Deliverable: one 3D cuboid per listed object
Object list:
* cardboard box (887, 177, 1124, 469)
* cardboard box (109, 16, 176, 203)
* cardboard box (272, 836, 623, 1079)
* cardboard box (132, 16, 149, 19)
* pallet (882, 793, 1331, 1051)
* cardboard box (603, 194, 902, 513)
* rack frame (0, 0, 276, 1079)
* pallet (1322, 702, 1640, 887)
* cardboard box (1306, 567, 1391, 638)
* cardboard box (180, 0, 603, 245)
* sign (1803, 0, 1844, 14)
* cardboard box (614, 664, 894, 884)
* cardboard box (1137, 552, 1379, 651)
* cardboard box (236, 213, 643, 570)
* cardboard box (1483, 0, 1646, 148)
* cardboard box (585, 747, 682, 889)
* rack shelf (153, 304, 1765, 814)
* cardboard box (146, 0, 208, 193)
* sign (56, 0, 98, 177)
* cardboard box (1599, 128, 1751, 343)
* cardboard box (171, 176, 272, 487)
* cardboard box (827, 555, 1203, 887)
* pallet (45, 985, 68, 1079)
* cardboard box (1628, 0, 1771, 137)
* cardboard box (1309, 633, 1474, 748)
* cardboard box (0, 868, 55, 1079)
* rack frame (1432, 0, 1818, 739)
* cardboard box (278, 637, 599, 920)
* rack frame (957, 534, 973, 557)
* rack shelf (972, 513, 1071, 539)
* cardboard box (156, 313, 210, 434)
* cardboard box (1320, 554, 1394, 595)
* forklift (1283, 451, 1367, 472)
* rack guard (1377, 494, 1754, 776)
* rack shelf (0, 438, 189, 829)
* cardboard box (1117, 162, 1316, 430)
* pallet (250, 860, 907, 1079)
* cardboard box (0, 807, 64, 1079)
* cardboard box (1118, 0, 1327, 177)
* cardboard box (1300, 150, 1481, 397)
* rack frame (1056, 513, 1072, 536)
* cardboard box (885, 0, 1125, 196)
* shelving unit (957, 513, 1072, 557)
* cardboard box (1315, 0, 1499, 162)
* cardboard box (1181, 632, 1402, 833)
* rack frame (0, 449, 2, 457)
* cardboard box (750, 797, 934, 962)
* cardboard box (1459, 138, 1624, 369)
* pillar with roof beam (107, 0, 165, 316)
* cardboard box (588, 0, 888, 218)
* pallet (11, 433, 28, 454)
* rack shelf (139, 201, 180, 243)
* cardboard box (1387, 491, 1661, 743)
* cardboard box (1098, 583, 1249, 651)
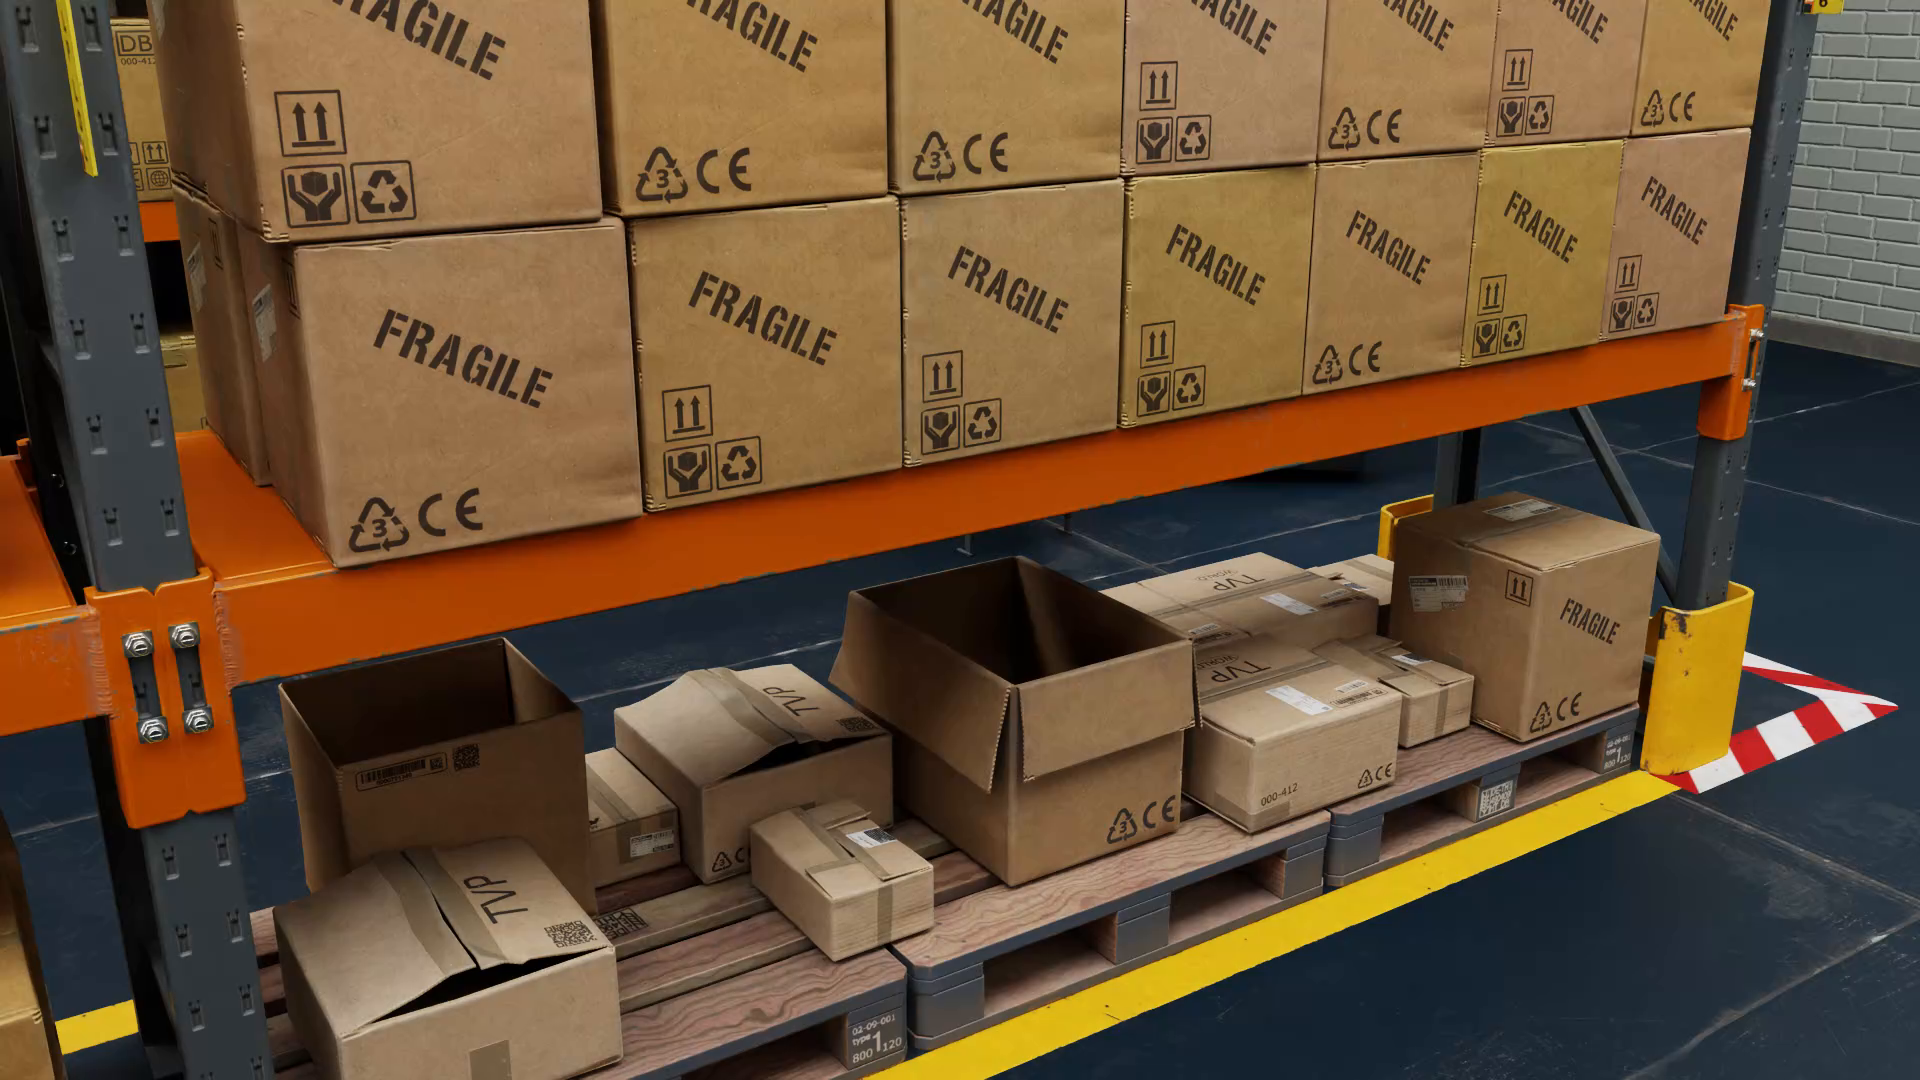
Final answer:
[{"bbox_3d":[-0.029,-0.477,3.315,0.500,0.500,0.500,-12,22,-32],"label":"cardboard box"},{"bbox_3d":[-3.715,-1.792,6.892,0.700,0.700,0.980,-12,22,-31],"label":"cardboard box"},{"bbox_3d":[-0.979,0.815,3.161,0.500,0.311,0.500,-12,22,-31],"label":"cardboard box"},{"bbox_3d":[-3.102,-1.919,7.268,0.700,0.700,0.980,-13,22,-33],"label":"cardboard box"},{"bbox_3d":[0.145,0.750,4.197,1.213,0.211,1.003,-12,22,-31],"label":"pallet"},{"bbox_3d":[-0.448,-0.389,3.057,0.500,0.500,0.500,-11,22,-30],"label":"cardboard box"},{"bbox_3d":[-1.449,-0.234,2.753,0.127,3.000,1.000,-12,22,-31],"label":"rack frame"},{"bbox_3d":[1.163,0.537,4.828,1.213,0.211,1.003,-12,22,-31],"label":"pallet"},{"bbox_3d":[1.144,0.221,5.144,0.250,0.166,0.380,-12,22,-31],"label":"cardboard box"},{"bbox_3d":[-0.901,-0.763,2.600,0.500,0.500,0.500,-11,22,-30],"label":"cardboard box"},{"bbox_3d":[2.180,-1.485,4.152,0.005,0.325,0.100,-12,22,-31],"label":"sign"},{"bbox_3d":[-0.503,0.523,4.026,0.500,0.311,0.500,-12,22,-31],"label":"cardboard box"},{"bbox_3d":[0.864,0.264,4.888,0.500,0.250,0.500,-12,22,-31],"label":"cardboard box"},{"bbox_3d":[-0.873,-0.298,2.787,0.500,0.500,0.500,-11,22,-30],"label":"cardboard box"},{"bbox_3d":[1.250,-1.218,3.948,0.500,0.500,0.500,-11,22,-30],"label":"cardboard box"},{"bbox_3d":[-0.849,0.650,3.904,0.250,0.149,0.380,-12,22,-31],"label":"cardboard box"},{"bbox_3d":[0.221,-0.245,3.911,4.000,0.370,1.077,-12,22,-31],"label":"rack shelf"},{"bbox_3d":[-1.169,-0.913,3.045,0.500,0.500,0.500,-12,22,-31],"label":"cardboard box"},{"bbox_3d":[-1.141,-0.635,2.131,0.005,0.325,0.100,-12,22,-31],"label":"sign"},{"bbox_3d":[1.667,-0.834,4.373,0.500,0.500,0.500,-11,22,-30],"label":"cardboard box"},{"bbox_3d":[-1.173,-0.438,3.201,0.500,0.500,0.500,-11,22,-31],"label":"cardboard box"},{"bbox_3d":[0.117,0.408,4.066,0.637,0.503,0.797,-12,22,-31],"label":"cardboard box"},{"bbox_3d":[-2.108,1.240,2.746,1.213,0.211,1.003,-12,22,-31],"label":"pallet"},{"bbox_3d":[1.671,-1.308,4.212,0.500,0.500,0.500,-12,22,-32],"label":"cardboard box"},{"bbox_3d":[1.185,0.404,4.603,0.250,0.166,0.380,-12,22,-31],"label":"cardboard box"},{"bbox_3d":[-1.704,0.905,2.599,0.500,0.500,0.500,-12,22,-32],"label":"cardboard box"},{"bbox_3d":[1.892,-0.939,4.837,0.127,3.000,1.000,-12,22,-31],"label":"rack frame"},{"bbox_3d":[-1.129,0.566,3.605,0.500,0.500,0.500,-12,22,-31],"label":"cardboard box"},{"bbox_3d":[-0.066,-0.981,6.368,0.015,2.100,0.400,-12,22,-31],"label":"rack frame"},{"bbox_3d":[0.138,-0.348,6.723,0.480,0.518,0.431,-12,22,-31],"label":"rack shelf"},{"bbox_3d":[-3.496,-0.677,7.312,0.500,0.500,0.700,-12,22,-31],"label":"cardboard box"},{"bbox_3d":[1.353,0.185,5.277,0.250,0.149,0.380,-12,22,-31],"label":"cardboard box"},{"bbox_3d":[1.564,-2.125,8.455,1.130,2.935,3.031,3,19,10],"label":"forklift"},{"bbox_3d":[1.828,0.259,5.198,0.348,0.500,1.175,-12,22,-31],"label":"rack guard"},{"bbox_3d":[-3.119,0.459,1.827,4.000,0.370,1.077,-12,22,-31],"label":"rack shelf"},{"bbox_3d":[0.395,-0.567,3.582,0.500,0.500,0.500,-12,22,-32],"label":"cardboard box"},{"bbox_3d":[-0.875,0.966,3.557,1.213,0.211,1.003,-12,22,-31],"label":"pallet"},{"bbox_3d":[-1.987,0.762,3.024,0.500,0.500,0.500,-13,23,-34],"label":"cardboard box"},{"bbox_3d":[0.390,-1.035,3.407,0.500,0.500,0.500,-11,22,-30],"label":"cardboard box"},{"bbox_3d":[0.816,-0.655,3.844,0.500,0.500,0.500,-12,22,-31],"label":"cardboard box"},{"bbox_3d":[0.342,-1.067,6.622,0.015,2.100,0.400,-12,22,-31],"label":"rack frame"},{"bbox_3d":[-0.040,-0.944,3.137,0.500,0.500,0.500,-13,22,-33],"label":"cardboard box"},{"bbox_3d":[0.138,-1.024,6.495,0.503,2.100,0.431,-12,22,-31],"label":"shelving unit"},{"bbox_3d":[0.819,-1.126,3.674,0.500,0.500,0.500,-11,22,-30],"label":"cardboard box"},{"bbox_3d":[0.763,0.477,4.258,0.500,0.250,0.500,-12,22,-31],"label":"cardboard box"},{"bbox_3d":[-4.177,-1.558,6.671,0.127,3.000,1.000,-12,22,-31],"label":"rack frame"},{"bbox_3d":[-0.263,0.729,3.643,0.250,0.166,0.380,-12,22,-31],"label":"cardboard box"},{"bbox_3d":[1.236,-0.742,4.100,0.500,0.500,0.500,-12,22,-31],"label":"cardboard box"},{"bbox_3d":[-1.700,-3.604,3.353,0.400,9.000,9.100,-12,22,-31],"label":"pillar with roof beam"},{"bbox_3d":[-0.470,-0.854,2.869,0.500,0.500,0.500,-13,22,-33],"label":"cardboard box"},{"bbox_3d":[-3.498,-0.350,7.452,1.213,0.211,1.003,-12,22,-31],"label":"pallet"},{"bbox_3d":[-2.506,-1.570,7.828,4.000,0.370,1.077,-12,22,-31],"label":"rack shelf"},{"bbox_3d":[1.573,0.199,4.689,0.500,0.500,0.500,-12,22,-31],"label":"cardboard box"},{"bbox_3d":[0.446,0.352,4.627,0.500,0.250,0.500,-12,22,-31],"label":"cardboard box"}]
